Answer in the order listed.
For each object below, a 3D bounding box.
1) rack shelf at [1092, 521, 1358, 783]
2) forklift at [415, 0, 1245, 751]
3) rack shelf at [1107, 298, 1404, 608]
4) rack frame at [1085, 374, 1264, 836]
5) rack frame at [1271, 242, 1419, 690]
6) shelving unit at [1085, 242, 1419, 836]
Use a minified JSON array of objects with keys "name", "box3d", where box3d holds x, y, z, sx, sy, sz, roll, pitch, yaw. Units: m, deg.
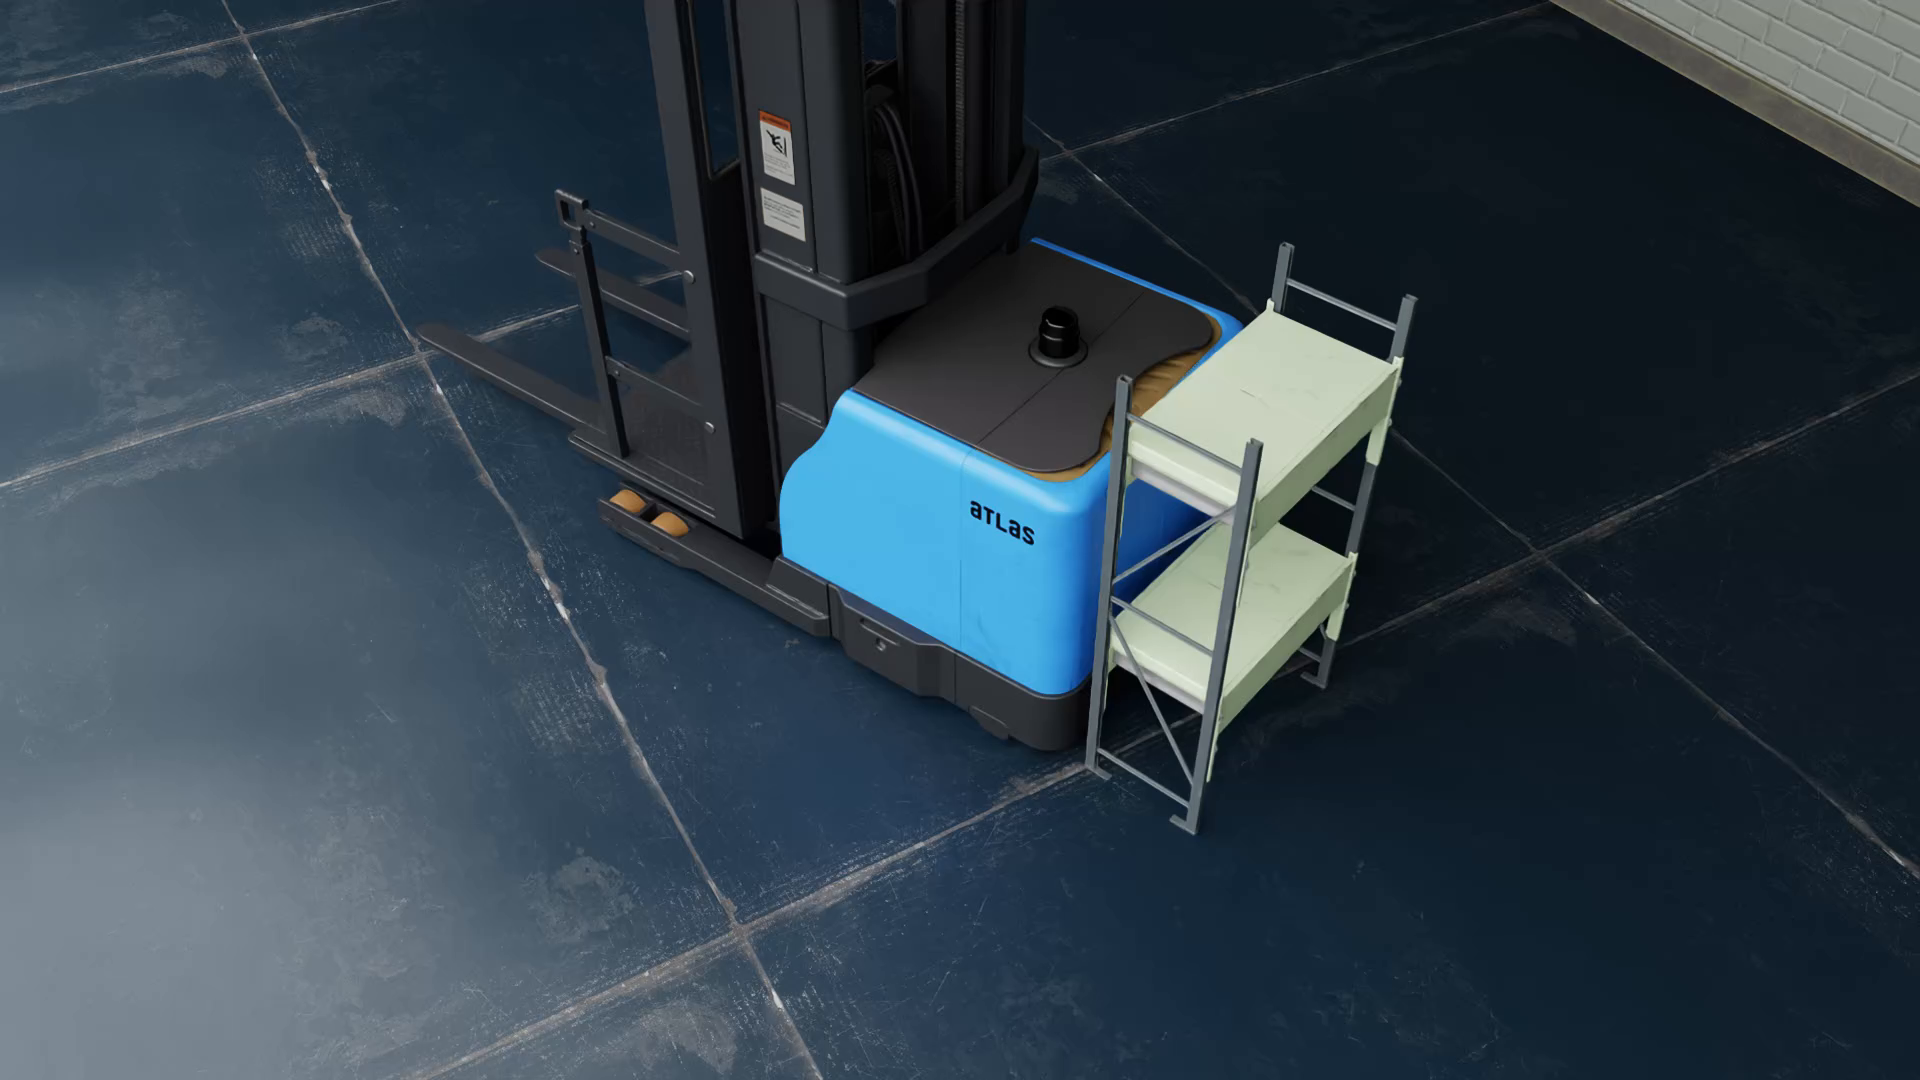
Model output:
[{"name":"rack shelf","box3d":[0.773,0.271,4.862,0.431,0.370,0.720,30,52,27]},{"name":"forklift","box3d":[-0.626,-1.251,4.935,3.031,2.935,1.130,27,50,25]},{"name":"rack shelf","box3d":[0.773,-0.243,4.364,0.431,0.370,0.720,30,52,27]},{"name":"rack frame","box3d":[0.538,0.233,4.433,0.400,1.500,0.023,30,52,27]},{"name":"rack frame","box3d":[1.007,-0.159,4.837,0.400,1.500,0.023,30,52,27]},{"name":"shelving unit","box3d":[0.773,0.037,4.635,0.431,1.500,0.755,30,52,27]}]
